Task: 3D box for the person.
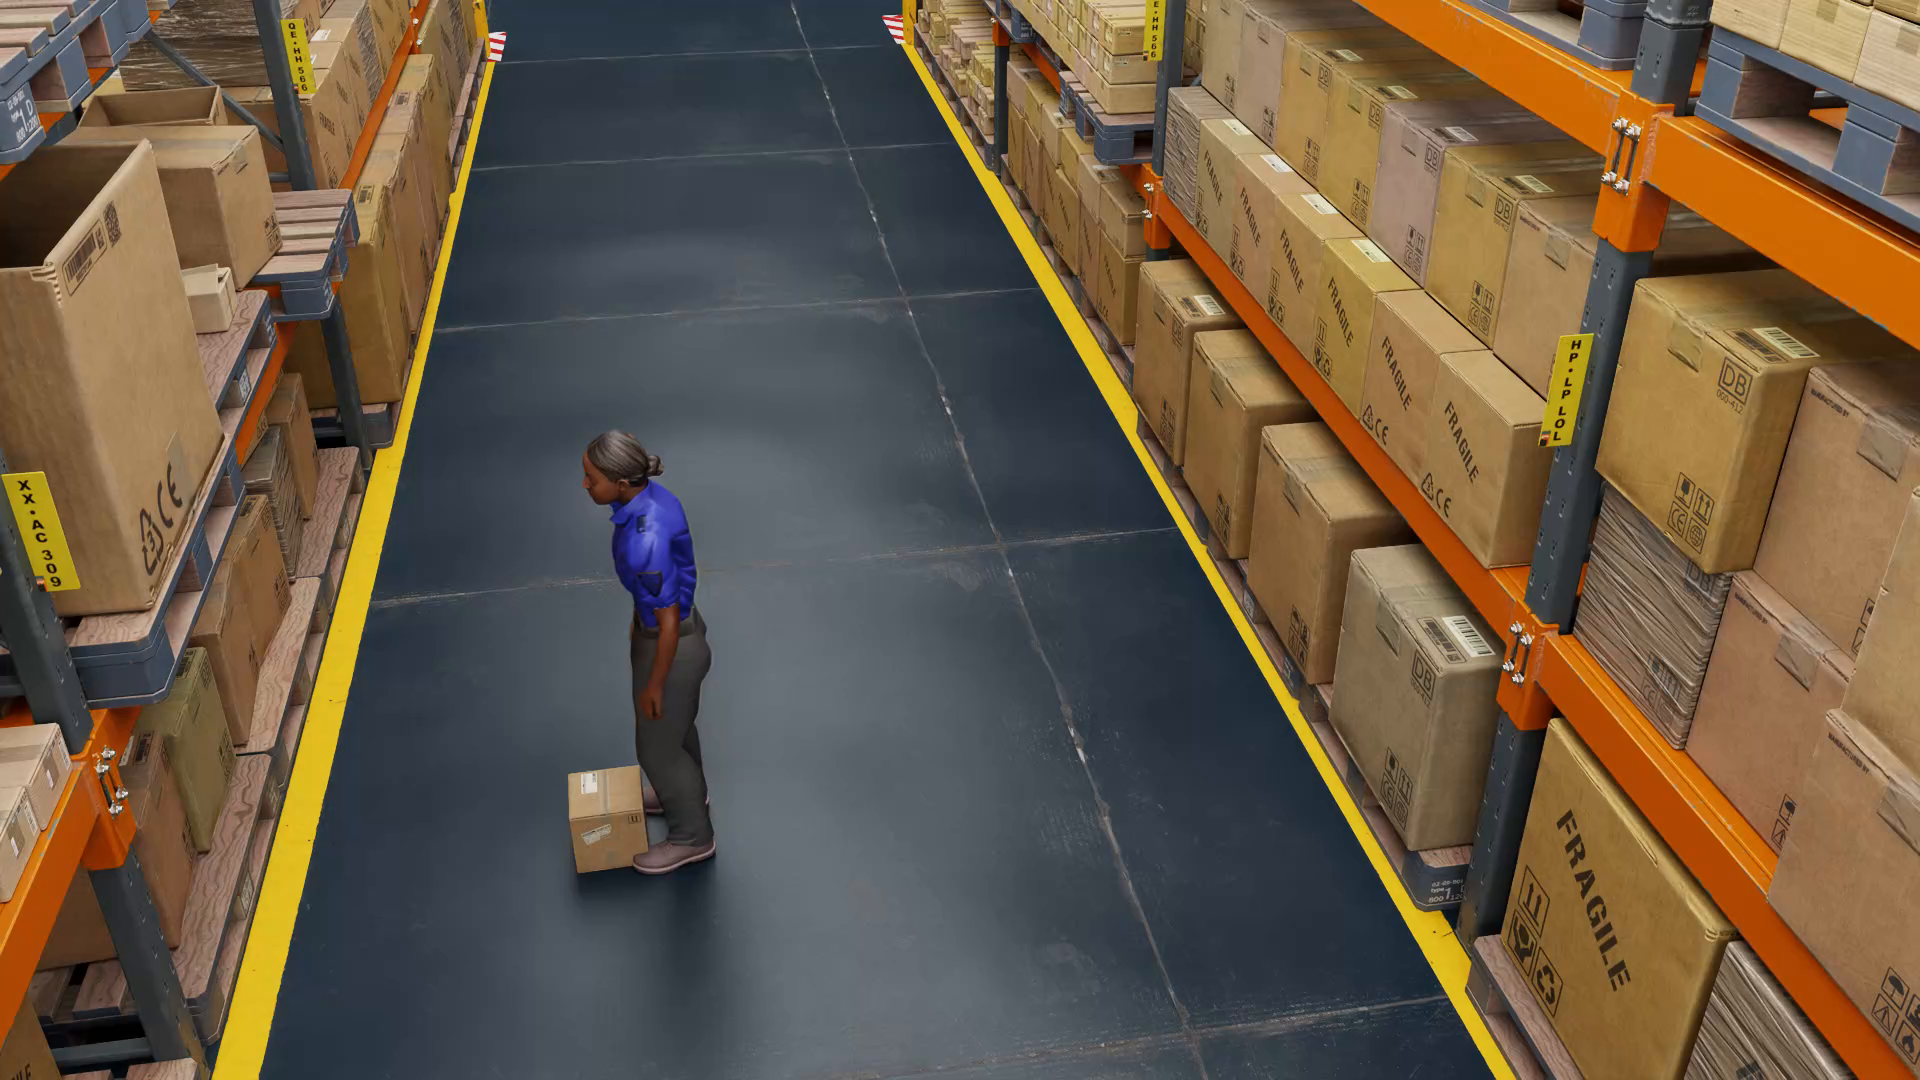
[{"bbox_3d":[-1.010,0.356,5.541,0.346,1.656,0.530,-7,32,-11],"label":"person"}]
